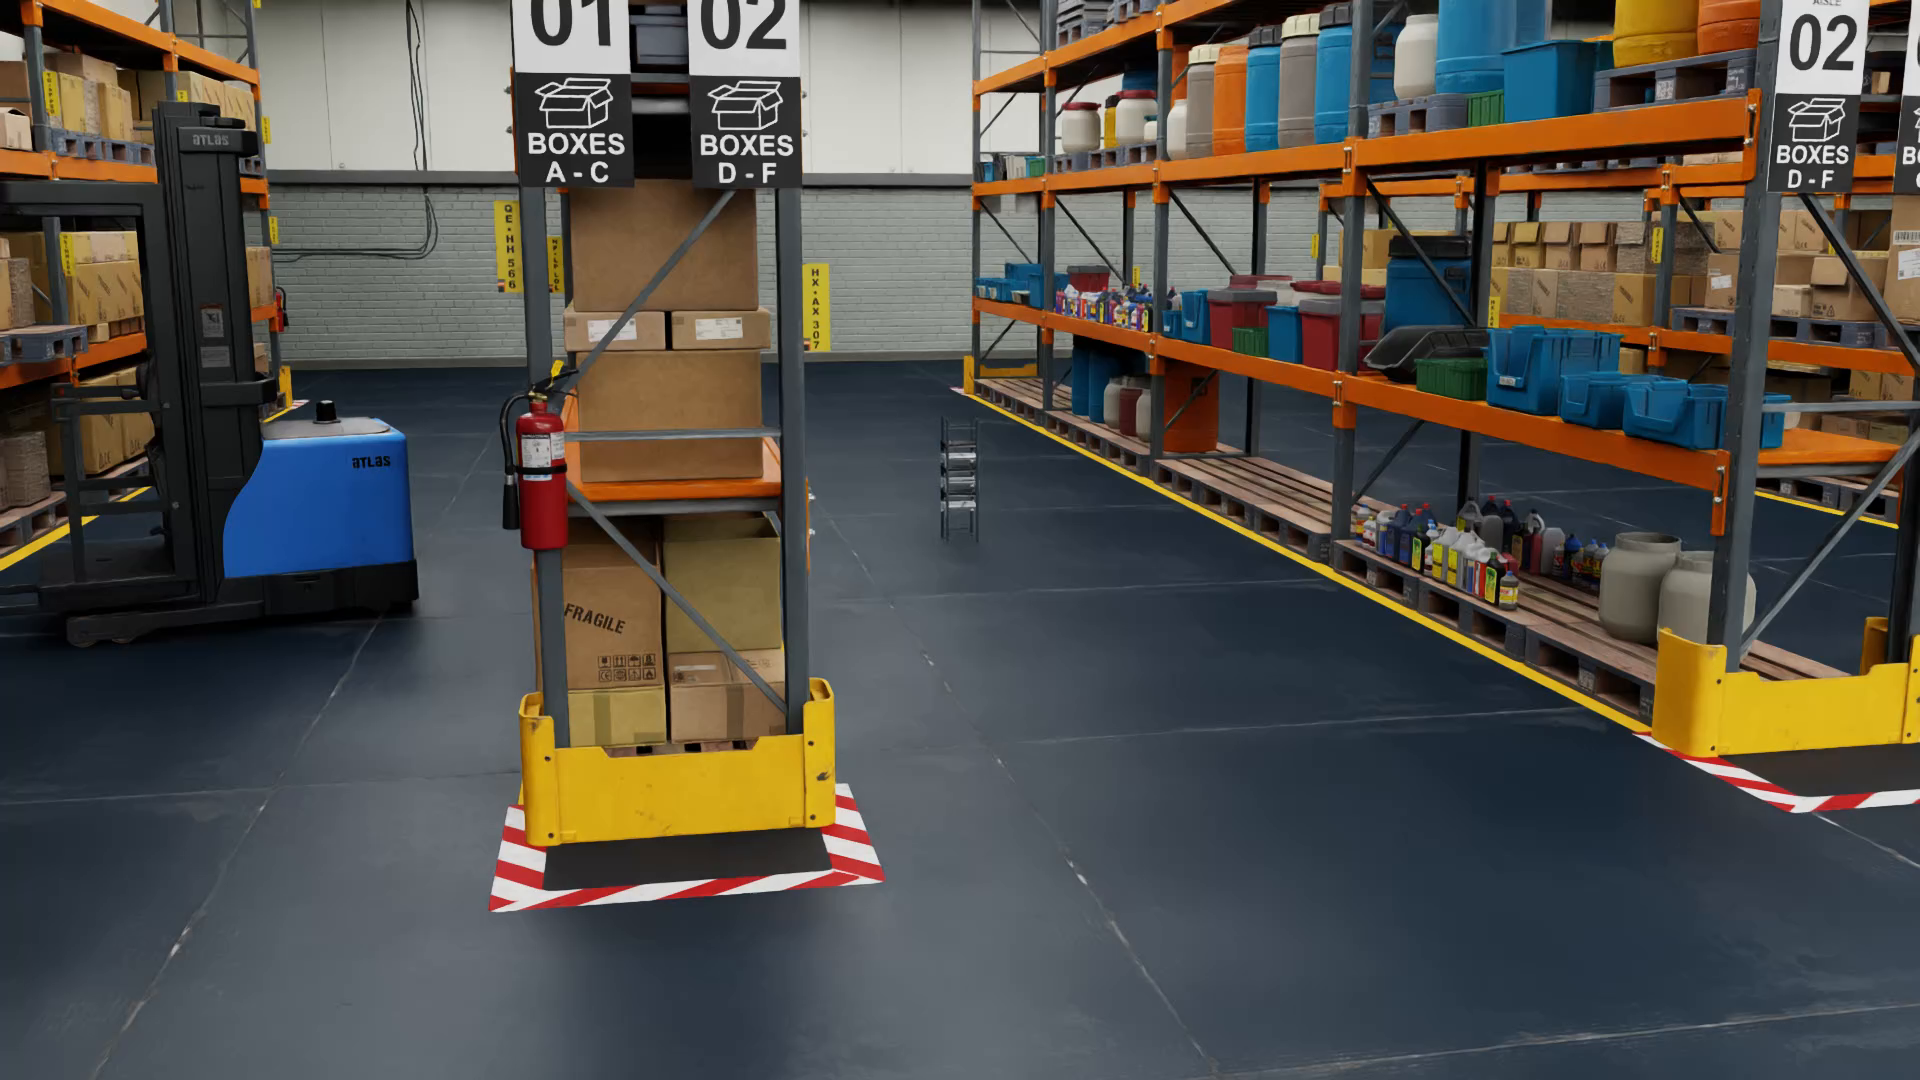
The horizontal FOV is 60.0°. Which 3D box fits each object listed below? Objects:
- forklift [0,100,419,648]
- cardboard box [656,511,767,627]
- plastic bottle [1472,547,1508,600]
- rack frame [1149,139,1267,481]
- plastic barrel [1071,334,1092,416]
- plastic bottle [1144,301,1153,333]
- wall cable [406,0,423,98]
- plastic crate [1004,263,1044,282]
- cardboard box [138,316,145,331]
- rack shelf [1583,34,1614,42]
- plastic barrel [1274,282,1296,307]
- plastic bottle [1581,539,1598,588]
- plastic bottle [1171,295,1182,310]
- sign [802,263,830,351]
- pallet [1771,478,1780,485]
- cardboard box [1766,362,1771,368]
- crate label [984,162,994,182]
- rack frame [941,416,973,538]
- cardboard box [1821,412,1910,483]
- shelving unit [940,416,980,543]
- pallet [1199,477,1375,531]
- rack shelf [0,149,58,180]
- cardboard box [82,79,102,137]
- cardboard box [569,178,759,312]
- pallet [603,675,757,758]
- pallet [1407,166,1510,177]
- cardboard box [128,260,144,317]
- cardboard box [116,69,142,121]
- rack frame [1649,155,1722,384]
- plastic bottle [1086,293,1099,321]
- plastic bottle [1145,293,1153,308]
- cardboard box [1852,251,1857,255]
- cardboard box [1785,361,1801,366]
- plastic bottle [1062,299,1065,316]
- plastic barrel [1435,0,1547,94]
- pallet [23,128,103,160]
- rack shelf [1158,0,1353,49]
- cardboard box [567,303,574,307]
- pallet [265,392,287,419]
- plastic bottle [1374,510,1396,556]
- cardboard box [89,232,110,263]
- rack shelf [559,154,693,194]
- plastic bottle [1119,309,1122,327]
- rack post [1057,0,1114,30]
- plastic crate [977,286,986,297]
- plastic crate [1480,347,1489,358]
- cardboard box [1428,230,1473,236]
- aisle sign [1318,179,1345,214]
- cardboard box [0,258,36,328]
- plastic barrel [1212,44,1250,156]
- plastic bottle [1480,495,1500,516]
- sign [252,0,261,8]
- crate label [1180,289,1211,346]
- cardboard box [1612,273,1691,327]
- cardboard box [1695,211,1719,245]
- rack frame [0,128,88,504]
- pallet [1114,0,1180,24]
[{"bbox_3d":[-4.795,-0.963,9.419,3.031,2.935,1.130,-6,12,-27],"label":"forklift"},{"bbox_3d":[-1.178,0.100,7.874,0.500,0.500,0.500,-2,11,-11],"label":"cardboard box"},{"bbox_3d":[2.967,0.188,9.296,0.152,0.276,0.135,-2,11,-11],"label":"plastic bottle"},{"bbox_3d":[2.221,-2.033,14.858,1.000,3.000,0.127,-2,11,-11],"label":"rack frame"},{"bbox_3d":[1.532,-1.842,18.341,0.600,0.901,0.708,-2,11,-11],"label":"plastic barrel"},{"bbox_3d":[1.723,-2.035,15.177,0.061,0.283,0.133,-2,11,-11],"label":"plastic bottle"},{"bbox_3d":[-7.149,-8.192,25.966,3.097,2.526,0.112,-2,11,-11],"label":"wall cable"},{"bbox_3d":[0.913,-3.493,22.271,0.616,0.435,0.499,-2,11,-11],"label":"plastic crate"},{"bbox_3d":[-7.728,-2.007,15.337,0.380,0.149,0.250,-2,11,-13],"label":"cardboard box"},{"bbox_3d":[6.690,-4.978,17.275,1.077,0.370,4.000,-2,11,-11],"label":"rack shelf"},{"bbox_3d":[2.712,-1.830,13.491,0.421,0.512,0.421,0,11,0],"label":"plastic barrel"},{"bbox_3d":[3.643,0.133,9.596,0.097,0.271,0.097,0,11,0],"label":"plastic bottle"},{"bbox_3d":[2.184,-2.318,16.684,0.152,0.276,0.135,-2,11,-11],"label":"plastic bottle"},{"bbox_3d":[-0.537,-0.870,6.218,0.100,0.325,0.005,-2,11,-11],"label":"sign"},{"bbox_3d":[7.229,-0.700,15.311,1.003,0.211,1.213,-2,11,-11],"label":"pallet"},{"bbox_3d":[10.726,-2.254,21.724,0.380,0.149,0.250,-2,11,-10],"label":"cardboard box"},{"bbox_3d":[0.527,-4.720,21.349,0.408,0.251,0.502,-2,11,-11],"label":"crate label"},{"bbox_3d":[-0.021,-0.462,12.218,0.240,0.900,0.006,-2,11,-11],"label":"rack frame"},{"bbox_3d":[7.575,-0.772,13.740,0.700,0.500,0.500,-3,11,-16],"label":"cardboard box"},{"bbox_3d":[-0.002,-0.444,12.120,0.258,0.900,0.210,-2,11,-11],"label":"shelving unit"},{"bbox_3d":[2.567,-0.297,13.191,1.003,0.211,1.213,-2,11,-11],"label":"pallet"},{"bbox_3d":[-7.108,-2.426,10.824,1.077,0.370,4.000,-2,11,-11],"label":"rack shelf"},{"bbox_3d":[-8.006,-3.786,14.600,0.700,0.500,0.500,-2,11,-11],"label":"cardboard box"},{"bbox_3d":[-1.172,-1.169,6.579,0.700,0.500,0.500,-2,11,-11],"label":"cardboard box"},{"bbox_3d":[-1.273,0.844,7.196,1.003,0.211,1.213,-2,11,-11],"label":"pallet"},{"bbox_3d":[6.152,-4.528,20.177,1.003,0.211,1.213,-2,11,-11],"label":"pallet"},{"bbox_3d":[-7.638,-2.259,14.928,0.500,0.500,0.500,-2,11,-9],"label":"cardboard box"},{"bbox_3d":[-8.640,-4.550,17.062,0.500,0.500,0.500,-2,11,-11],"label":"cardboard box"},{"bbox_3d":[7.079,-2.214,15.804,1.000,3.000,0.127,-2,11,-11],"label":"rack frame"},{"bbox_3d":[1.384,-2.395,17.089,0.152,0.276,0.135,-2,11,-11],"label":"plastic bottle"},{"bbox_3d":[1.958,-2.409,17.173,0.097,0.271,0.097,0,11,0],"label":"plastic bottle"},{"bbox_3d":[10.811,-3.395,19.970,0.380,0.149,0.250,-2,11,-8],"label":"cardboard box"},{"bbox_3d":[10.773,-2.308,21.212,0.380,0.149,0.250,-2,11,-10],"label":"cardboard box"},{"bbox_3d":[1.162,-2.542,18.060,0.097,0.201,0.097,0,11,0],"label":"plastic bottle"},{"bbox_3d":[3.087,-3.039,9.657,0.600,0.901,0.708,-2,11,-11],"label":"plastic barrel"},{"bbox_3d":[-7.675,-3.170,13.312,1.213,0.211,1.003,-2,11,-8],"label":"pallet"},{"bbox_3d":[2.610,-4.064,12.474,1.077,0.370,4.000,-2,11,-11],"label":"rack shelf"},{"bbox_3d":[-1.446,-0.912,6.966,0.380,0.149,0.250,-2,11,-12],"label":"cardboard box"},{"bbox_3d":[-8.821,-1.627,20.179,1.003,0.211,1.213,-2,11,-11],"label":"pallet"},{"bbox_3d":[2.720,-0.045,10.520,0.152,0.276,0.135,-2,11,-9],"label":"plastic bottle"},{"bbox_3d":[-7.438,-2.438,13.860,0.500,0.250,0.500,-2,11,-12],"label":"cardboard box"},{"bbox_3d":[-2.250,-2.607,11.774,1.077,0.370,4.000,-2,11,-11],"label":"rack shelf"},{"bbox_3d":[1.579,-2.148,15.991,0.097,0.201,0.097,0,11,0],"label":"plastic bottle"},{"bbox_3d":[1.576,-5.521,17.340,0.937,0.300,0.954,-2,11,-12],"label":"rack post"},{"bbox_3d":[0.371,-3.282,21.960,0.250,0.136,0.298,-2,11,-11],"label":"plastic crate"},{"bbox_3d":[3.480,-1.034,10.003,0.499,0.251,0.616,-2,11,-11],"label":"plastic crate"},{"bbox_3d":[5.949,-3.463,19.966,0.500,0.500,0.500,-2,11,-9],"label":"cardboard box"},{"bbox_3d":[5.215,-4.960,23.282,0.394,0.787,0.004,-2,11,-11],"label":"aisle sign"},{"bbox_3d":[-7.396,-1.853,12.463,0.700,0.500,0.500,-3,11,-18],"label":"cardboard box"},{"bbox_3d":[2.295,-3.439,13.074,0.600,0.830,0.708,-2,11,-11],"label":"plastic barrel"},{"bbox_3d":[3.406,-0.107,10.644,0.144,0.351,0.185,-2,11,-13],"label":"plastic bottle"},{"bbox_3d":[-8.518,-6.602,20.108,0.100,0.325,0.005,-2,11,-11],"label":"sign"},{"bbox_3d":[2.148,-1.859,13.845,0.502,0.435,0.616,-2,11,-11],"label":"crate label"},{"bbox_3d":[6.740,-2.344,16.223,0.500,0.500,0.500,-2,11,-9],"label":"cardboard box"},{"bbox_3d":[10.418,-4.249,22.759,0.500,0.500,0.500,-2,11,-12],"label":"cardboard box"},{"bbox_3d":[-7.497,-1.673,12.965,1.000,3.000,0.127,-2,11,-11],"label":"rack frame"},{"bbox_3d":[2.110,-4.825,15.053,1.213,0.211,1.003,-2,11,-11],"label":"pallet"}]
